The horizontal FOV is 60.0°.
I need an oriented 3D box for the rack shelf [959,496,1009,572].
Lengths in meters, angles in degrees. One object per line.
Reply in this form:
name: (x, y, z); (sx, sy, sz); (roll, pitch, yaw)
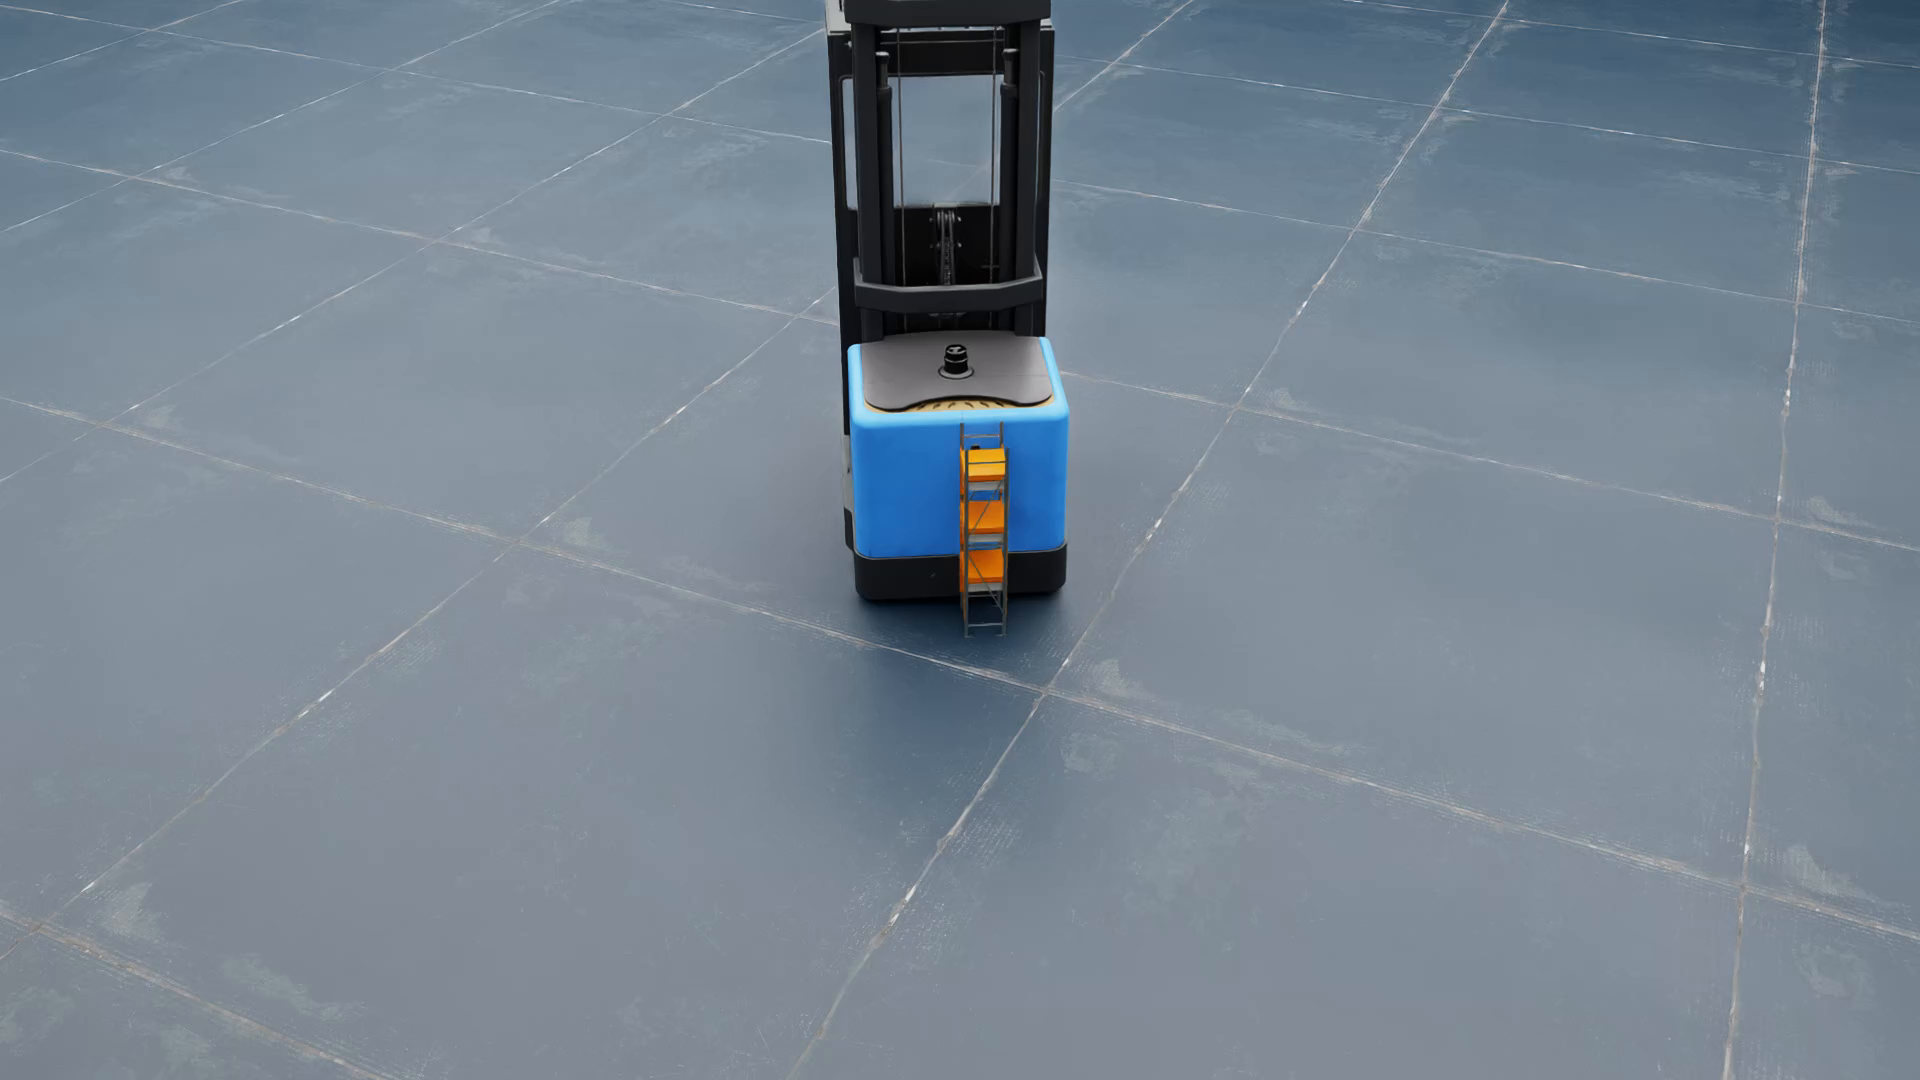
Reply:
rack shelf: (0.111, -0.028, 7.855); (0.215, 0.259, 0.240); (-3, 33, -4)

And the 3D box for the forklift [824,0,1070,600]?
forklift: (-0.113, -1.719, 8.698); (1.130, 2.935, 3.031); (-3, 33, -4)

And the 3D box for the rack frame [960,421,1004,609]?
rack frame: (0.101, -0.104, 7.951); (0.200, 1.050, 0.008); (-3, 33, -4)

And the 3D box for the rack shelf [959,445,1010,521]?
rack shelf: (0.111, -0.266, 7.700); (0.215, 0.259, 0.240); (-3, 33, -4)

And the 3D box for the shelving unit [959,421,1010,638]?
shelving unit: (0.111, -0.037, 7.849); (0.215, 1.050, 0.252); (-3, 33, -4)

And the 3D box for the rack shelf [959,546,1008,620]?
rack shelf: (0.111, 0.204, 8.008); (0.215, 0.259, 0.240); (-3, 33, -4)

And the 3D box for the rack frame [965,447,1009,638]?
rack frame: (0.122, 0.029, 7.748); (0.200, 1.050, 0.008); (-3, 33, -4)
